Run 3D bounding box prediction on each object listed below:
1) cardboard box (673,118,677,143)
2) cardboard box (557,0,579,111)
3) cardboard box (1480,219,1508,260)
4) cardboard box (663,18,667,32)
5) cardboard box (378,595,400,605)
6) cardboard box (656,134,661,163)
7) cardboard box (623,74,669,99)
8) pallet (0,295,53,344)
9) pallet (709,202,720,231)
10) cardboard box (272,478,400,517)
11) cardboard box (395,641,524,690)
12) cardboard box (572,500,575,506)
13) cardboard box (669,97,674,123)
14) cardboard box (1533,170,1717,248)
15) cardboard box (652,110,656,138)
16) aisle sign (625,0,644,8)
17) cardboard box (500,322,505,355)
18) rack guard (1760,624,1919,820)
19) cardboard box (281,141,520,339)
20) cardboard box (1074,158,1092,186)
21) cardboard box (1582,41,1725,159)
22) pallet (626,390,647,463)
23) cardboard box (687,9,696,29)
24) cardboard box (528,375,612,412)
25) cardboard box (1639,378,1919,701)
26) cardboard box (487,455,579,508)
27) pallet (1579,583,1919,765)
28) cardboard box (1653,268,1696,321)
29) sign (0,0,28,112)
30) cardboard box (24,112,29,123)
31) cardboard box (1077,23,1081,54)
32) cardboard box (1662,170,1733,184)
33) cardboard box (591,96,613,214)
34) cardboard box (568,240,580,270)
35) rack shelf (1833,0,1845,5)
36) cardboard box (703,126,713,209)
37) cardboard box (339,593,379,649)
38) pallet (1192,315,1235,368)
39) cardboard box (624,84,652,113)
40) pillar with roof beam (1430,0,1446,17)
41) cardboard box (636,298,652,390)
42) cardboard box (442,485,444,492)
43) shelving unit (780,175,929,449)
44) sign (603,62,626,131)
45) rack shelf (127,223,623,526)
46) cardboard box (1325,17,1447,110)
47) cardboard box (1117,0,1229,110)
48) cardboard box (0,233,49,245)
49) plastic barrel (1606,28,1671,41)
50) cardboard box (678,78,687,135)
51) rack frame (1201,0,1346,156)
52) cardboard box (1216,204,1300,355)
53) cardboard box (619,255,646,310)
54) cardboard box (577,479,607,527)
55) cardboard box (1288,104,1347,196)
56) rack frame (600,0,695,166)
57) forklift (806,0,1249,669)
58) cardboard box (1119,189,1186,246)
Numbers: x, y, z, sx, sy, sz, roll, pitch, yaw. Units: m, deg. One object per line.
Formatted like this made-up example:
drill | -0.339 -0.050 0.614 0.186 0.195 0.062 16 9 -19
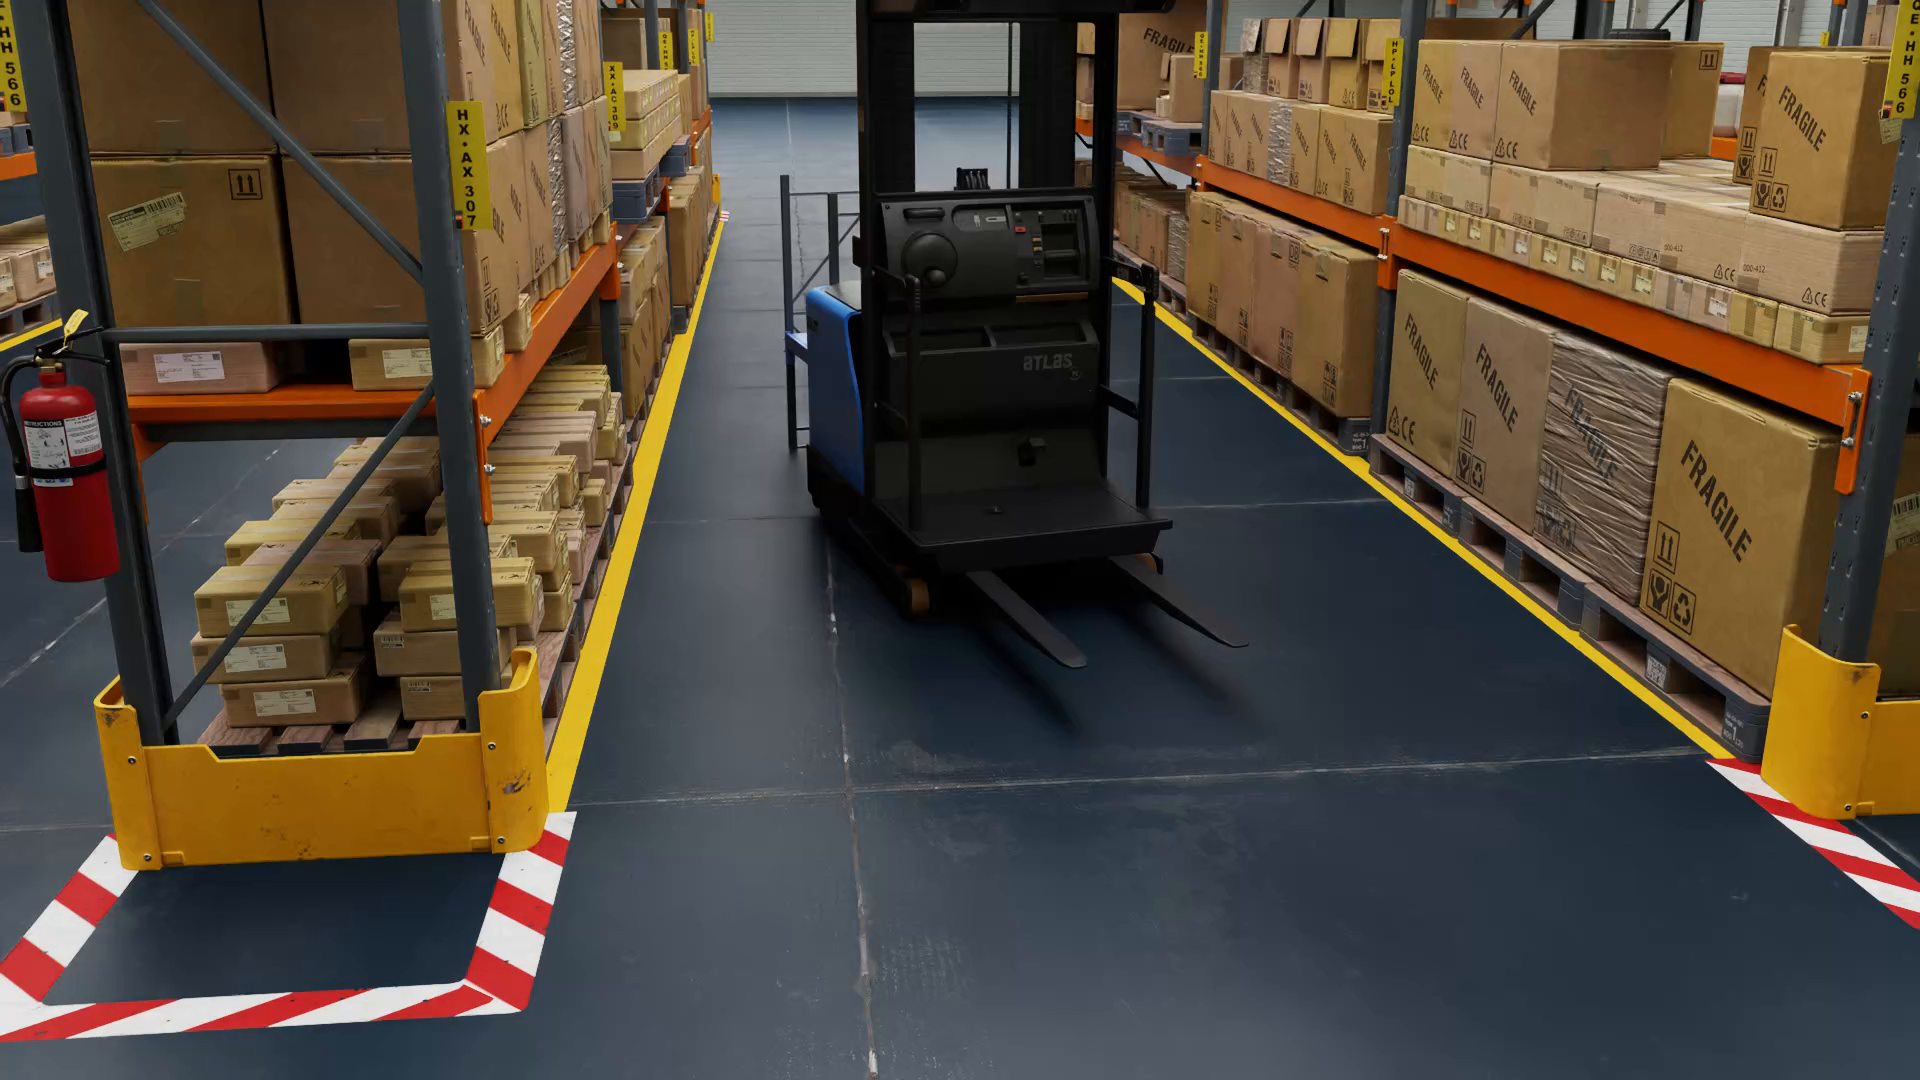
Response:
cardboard box | -2.083 -2.721 11.056 0.380 0.149 0.250 -1 17 -5
cardboard box | -1.814 -1.961 6.582 0.500 0.500 0.500 -1 17 -4
cardboard box | 2.525 -1.326 7.313 0.380 0.149 0.250 -2 18 -6
cardboard box | -2.942 -4.340 14.657 0.700 0.500 0.500 -2 18 -7
cardboard box | -2.185 0.241 5.961 0.380 0.149 0.250 -2 18 -5
cardboard box | -1.920 -2.252 9.562 0.380 0.149 0.250 -3 18 -8
cardboard box | -2.034 -2.852 10.480 0.380 0.149 0.250 -2 18 -6
pallet | -7.634 -1.644 12.560 1.003 0.211 1.213 -2 18 -6
pallet | -3.306 -3.742 19.243 1.003 0.211 1.213 -2 18 -6
cardboard box | -2.292 -0.122 6.123 0.380 0.149 0.250 -1 17 -4
cardboard box | -1.661 0.378 5.525 0.380 0.149 0.250 -2 18 -6
cardboard box | -1.813 -0.238 6.988 0.380 0.149 0.250 -3 18 -8
cardboard box | -2.053 -2.781 10.750 0.380 0.149 0.250 -2 18 -6
cardboard box | 2.651 -1.328 6.654 0.500 0.250 0.500 -2 18 -6
cardboard box | -1.895 -2.318 9.275 0.380 0.149 0.250 -3 18 -8
aisle sign | -3.772 -6.560 19.224 0.394 0.787 0.004 -2 18 -6
cardboard box | -1.591 -0.602 5.007 0.380 0.149 0.250 -1 17 -4
rack guard | 3.130 0.536 5.136 1.175 0.500 0.348 -2 18 -6
cardboard box | -1.588 -0.873 4.786 0.500 0.500 0.500 -1 17 -3
cardboard box | 1.525 -4.252 19.685 0.500 0.500 0.500 1 17 5
cardboard box | 3.076 -2.006 7.560 0.500 0.500 0.500 -2 18 -5
pallet | -2.311 -0.634 9.344 1.003 0.211 1.213 -2 18 -6
cardboard box | -3.149 -5.139 16.986 0.875 0.550 0.550 -2 18 -6
cardboard box | -1.868 -0.684 7.912 0.380 0.149 0.250 -2 17 -5
cardboard box | 2.982 -0.039 5.639 0.875 0.875 0.875 -2 18 -6
cardboard box | -1.688 -0.223 6.445 0.380 0.149 0.250 -2 17 -5
pallet | 2.967 0.431 5.953 1.003 0.211 1.213 -2 18 -6
cardboard box | 2.685 -0.867 5.850 0.380 0.149 0.250 -1 17 -5
sign | -2.371 -1.233 4.136 0.100 0.325 0.005 -2 18 -6
cardboard box | -7.522 -3.407 13.241 0.380 0.149 0.250 -1 17 -4
cardboard box | 1.466 -5.329 17.312 0.500 0.500 0.500 -2 18 -6
cardboard box | 3.179 -1.345 6.709 0.500 0.250 0.500 -2 18 -7
cardboard box | -1.898 -1.787 7.697 0.500 0.500 0.500 -2 18 -6
cardboard box | -1.804 -1.222 6.982 0.380 0.149 0.250 -3 18 -8
rack shelf | 11.537 -6.228 18.700 1.077 0.370 4.000 -2 18 -6
cardboard box | -3.331 -4.294 19.194 0.875 0.875 0.875 -2 18 -5
cardboard box | -2.128 0.249 5.438 0.380 0.149 0.250 -2 18 -7
pallet | 2.309 -1.480 12.038 1.003 0.211 1.213 -2 18 -6
cardboard box | -1.871 -2.388 9.000 0.380 0.149 0.250 -2 18 -5
pillar with roof beam | 9.814 -17.375 47.999 9.100 9.000 0.400 -2 18 -6
cardboard box | -2.098 -1.126 9.729 0.500 0.500 0.500 -1 17 -3
cardboard box | -2.341 -0.212 6.908 0.380 0.149 0.250 -2 18 -6
shelving unit | -0.557 -1.111 8.713 0.538 1.500 1.048 -6 18 -18
sign | -1.690 -2.165 8.119 0.100 0.325 0.005 -2 18 -6
rack shelf | -2.023 -0.793 6.398 1.077 0.370 4.000 -2 18 -6
cardboard box | 2.582 -2.777 9.673 0.797 0.503 0.637 -2 17 -5
cardboard box | 1.833 -4.485 15.252 1.000 1.000 1.000 -2 18 -5
cardboard box | -7.760 -2.302 13.689 0.950 0.372 0.625 -1 17 -4
plastic barrel | 6.555 -4.507 16.188 0.600 0.901 0.708 -2 18 -6
cardboard box | -2.630 -3.715 14.337 0.500 0.500 0.500 -2 17 -5
rack frame | 2.302 -3.047 12.376 1.000 3.000 0.127 -2 18 -6
cardboard box | 2.437 -1.762 11.128 1.225 0.875 0.875 -2 18 -5
cardboard box | -2.100 -1.485 9.620 0.500 0.250 0.500 -1 17 -4
cardboard box | -1.743 -0.158 7.231 0.380 0.149 0.250 -2 18 -6
cardboard box | 2.290 -2.337 9.948 0.500 0.500 0.500 -2 18 -6
rack frame | -3.054 -4.116 15.780 1.000 3.000 0.127 -2 18 -6
forklift | 0.203 -1.220 6.668 1.130 2.935 3.031 -6 18 -18
cardboard box | 1.932 -3.073 15.896 0.700 0.500 0.500 -3 18 -10
